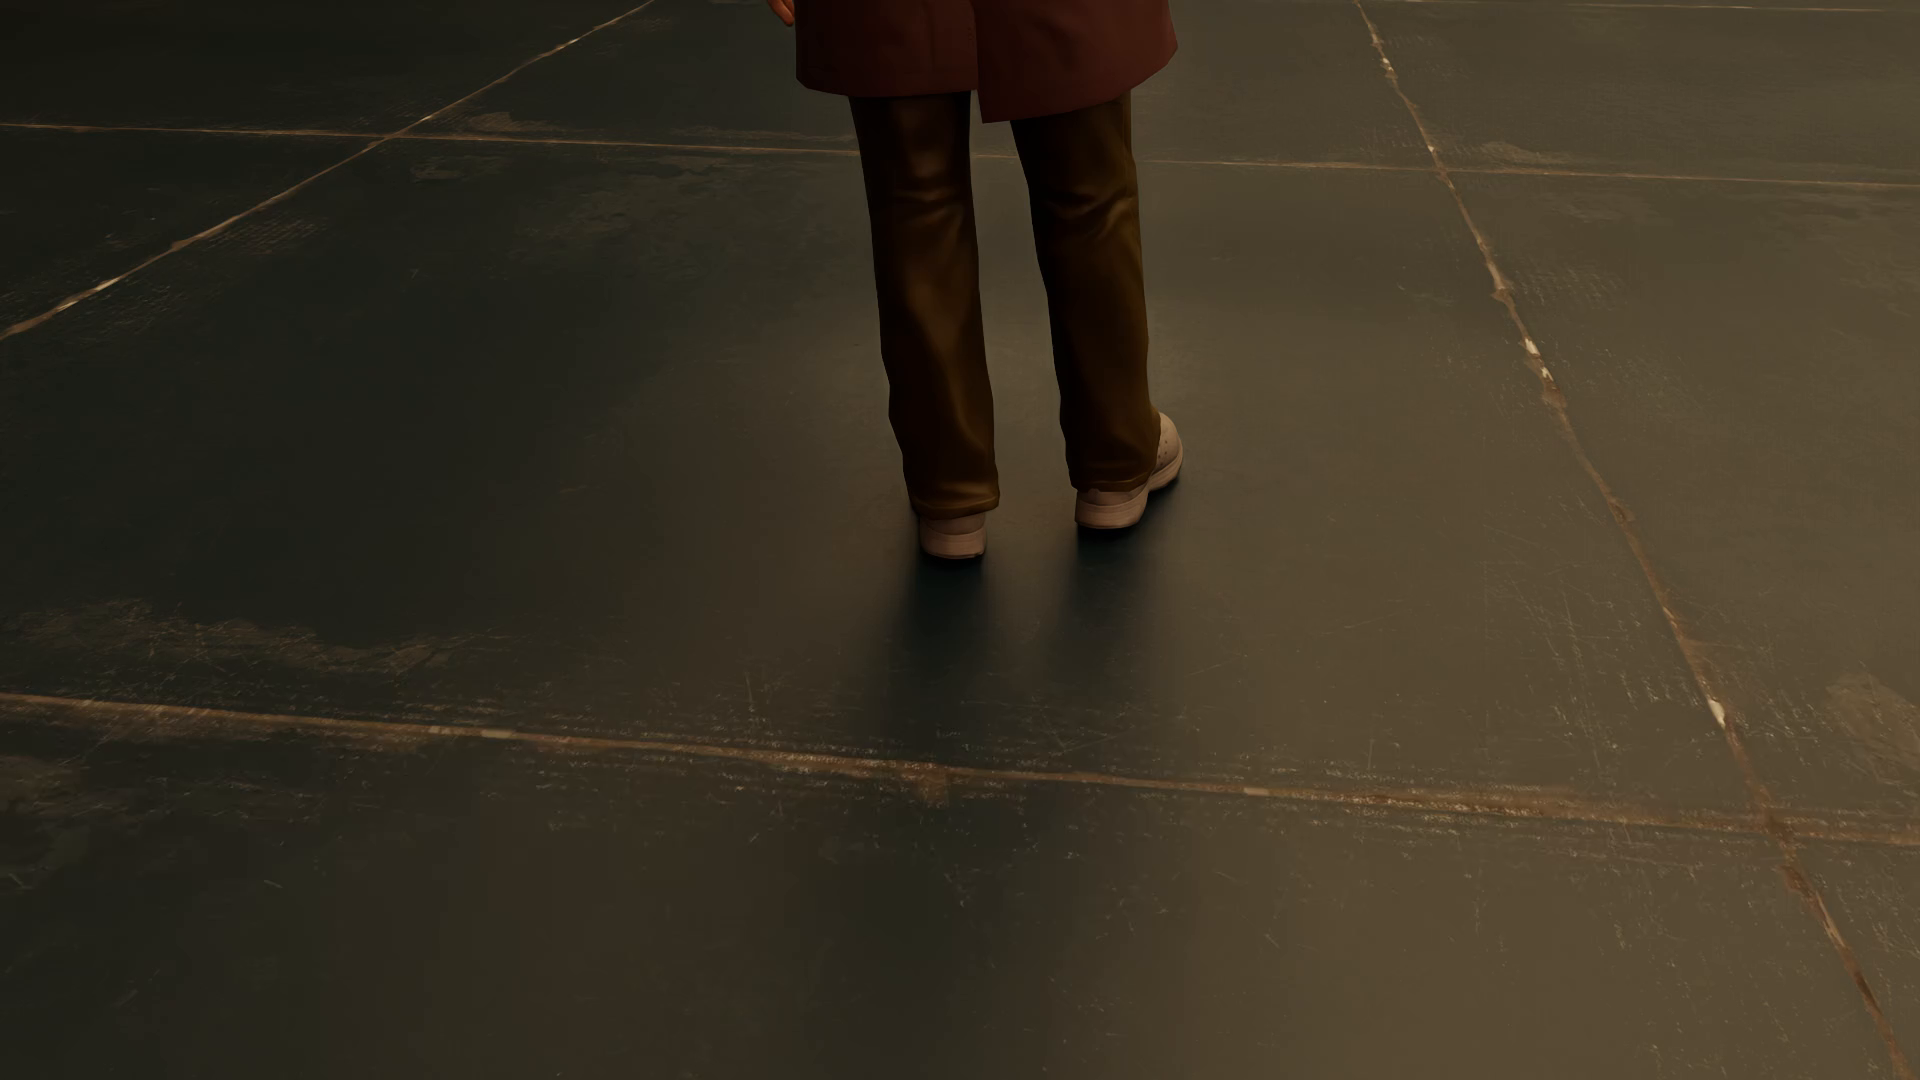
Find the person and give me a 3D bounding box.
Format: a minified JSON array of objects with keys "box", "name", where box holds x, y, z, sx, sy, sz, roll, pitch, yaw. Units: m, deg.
[{"box":[0.016,-0.843,2.181,0.698,1.778,0.579,3,27,7],"name":"person"}]
